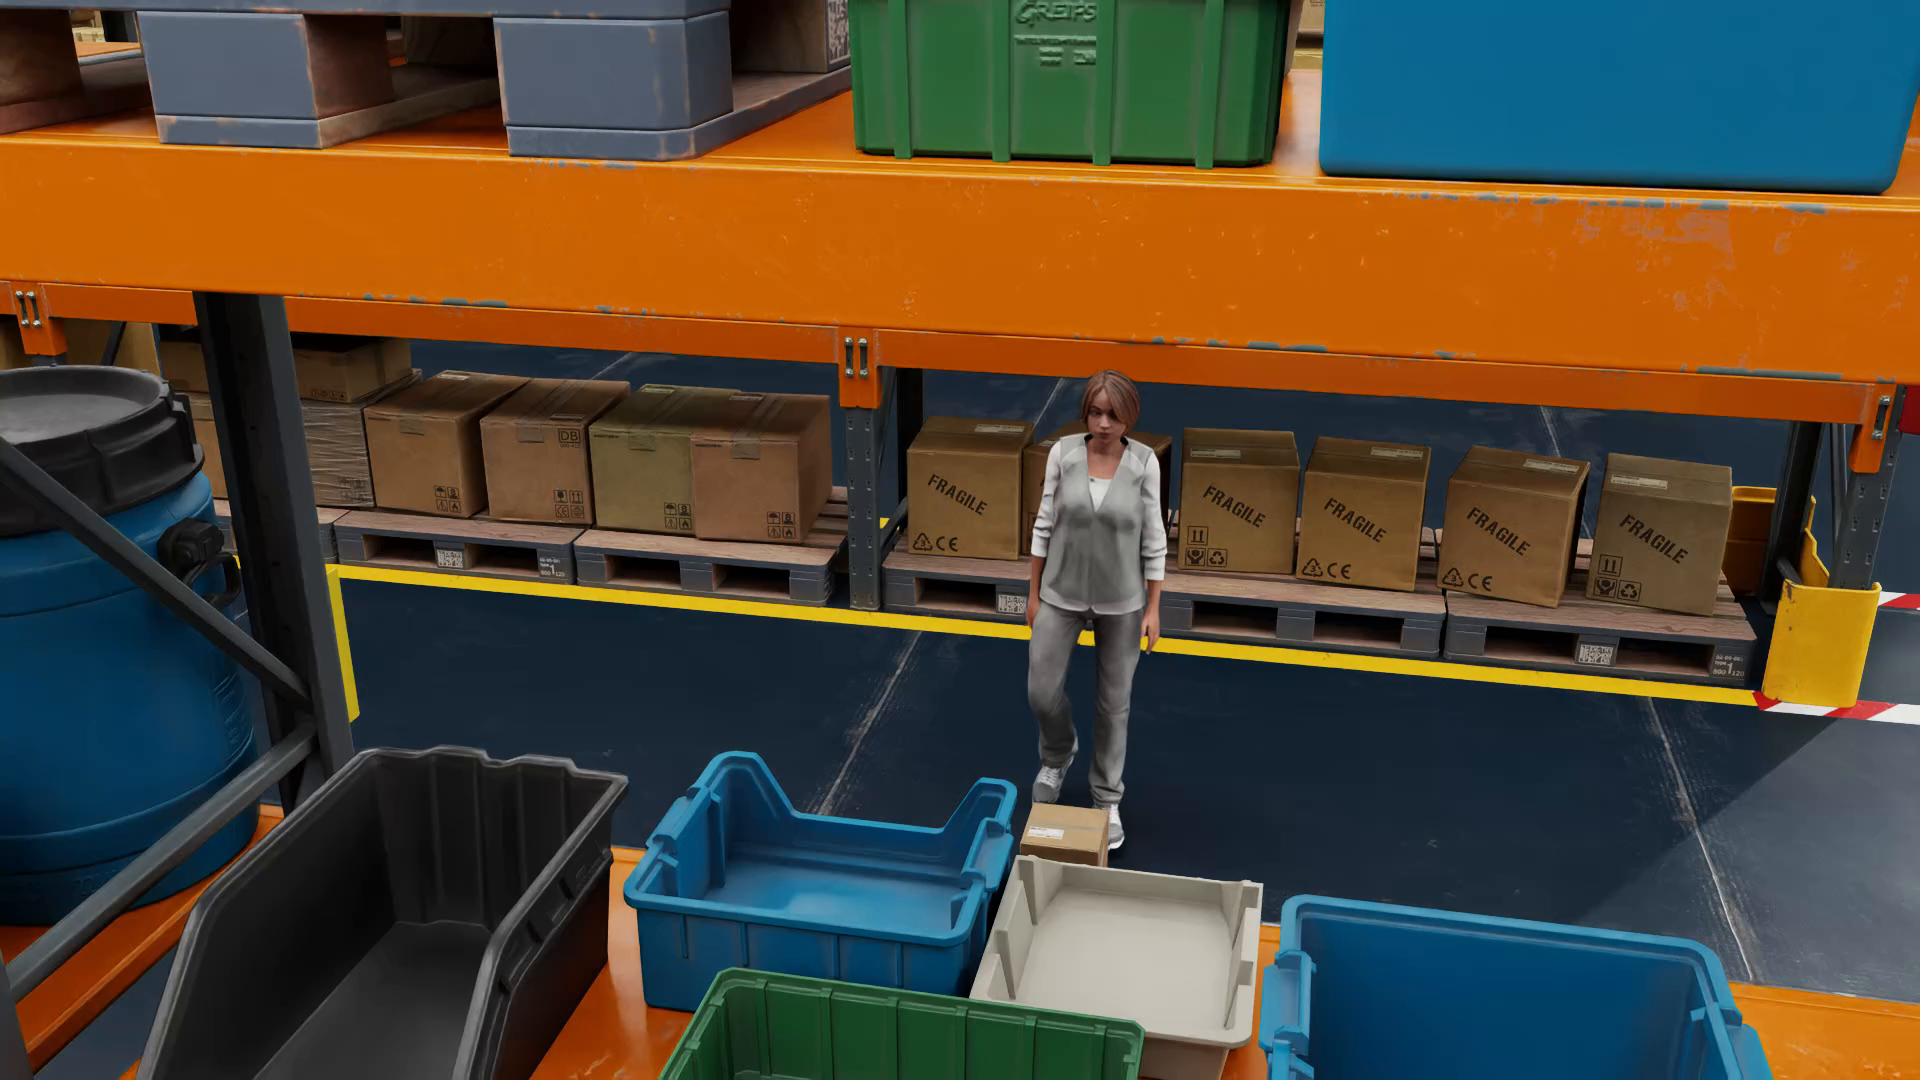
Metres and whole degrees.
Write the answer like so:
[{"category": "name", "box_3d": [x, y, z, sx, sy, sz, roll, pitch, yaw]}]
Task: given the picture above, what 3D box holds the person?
[{"category": "person", "box_3d": [-9.288, -2.751, 7.035, 20.354, 5.997, 23.789, 2, 22, 6]}]
